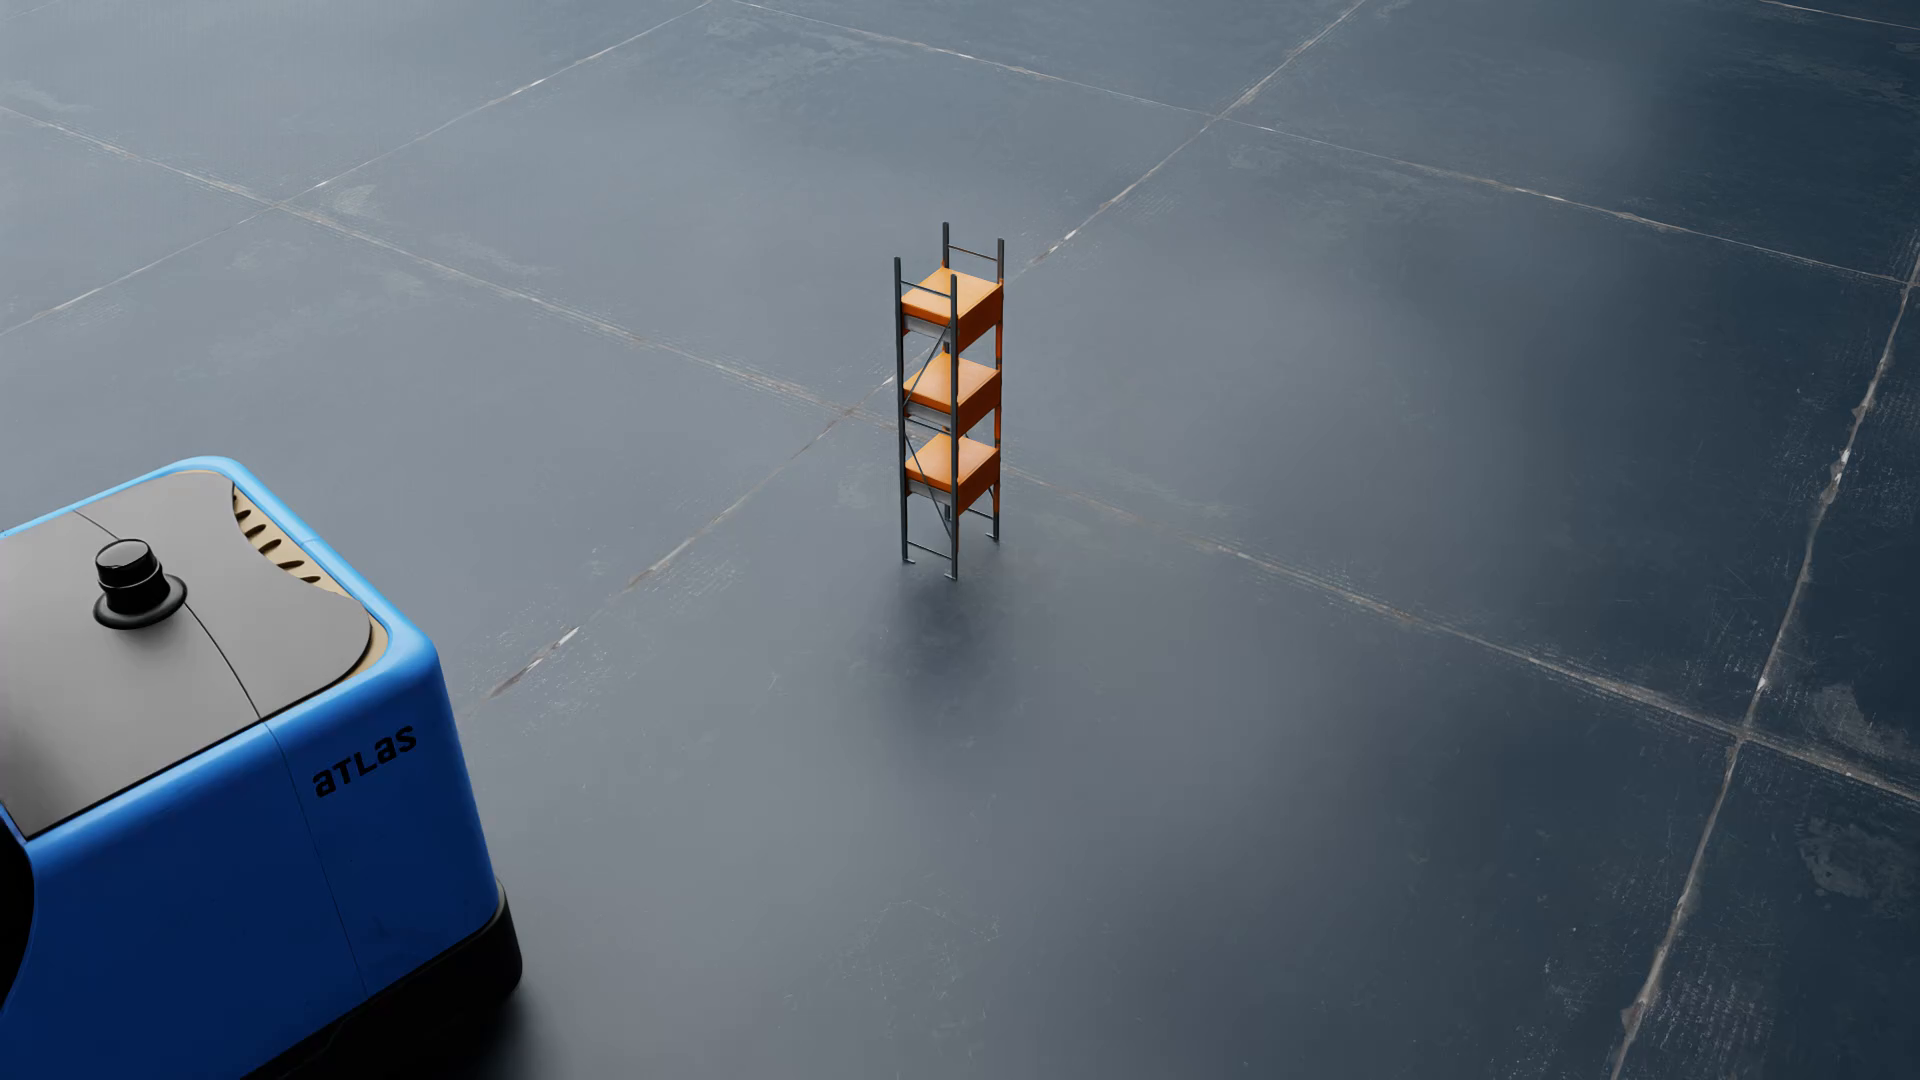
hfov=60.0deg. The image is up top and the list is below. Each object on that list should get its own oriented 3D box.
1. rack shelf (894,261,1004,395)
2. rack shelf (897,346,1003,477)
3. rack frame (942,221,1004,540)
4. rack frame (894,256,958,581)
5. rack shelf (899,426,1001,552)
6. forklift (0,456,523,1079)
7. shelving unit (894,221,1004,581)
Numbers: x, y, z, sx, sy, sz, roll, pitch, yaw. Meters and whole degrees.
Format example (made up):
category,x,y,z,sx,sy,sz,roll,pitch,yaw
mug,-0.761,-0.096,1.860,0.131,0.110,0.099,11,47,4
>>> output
category,x,y,z,sx,sy,sz,roll,pitch,yaw
rack shelf,-0.029,-0.605,4.727,0.215,0.259,0.240,21,42,25
rack shelf,-0.029,-0.380,4.900,0.215,0.259,0.240,21,42,25
rack frame,0.037,-0.451,4.975,0.200,1.050,0.008,21,42,25
rack frame,-0.094,-0.325,4.812,0.200,1.050,0.008,21,42,25
rack shelf,-0.029,-0.160,5.070,0.215,0.259,0.240,21,42,25
forklift,-2.421,0.309,2.449,3.031,2.935,1.130,-30,47,-33
shelving unit,-0.029,-0.388,4.894,0.215,1.050,0.252,21,42,25
